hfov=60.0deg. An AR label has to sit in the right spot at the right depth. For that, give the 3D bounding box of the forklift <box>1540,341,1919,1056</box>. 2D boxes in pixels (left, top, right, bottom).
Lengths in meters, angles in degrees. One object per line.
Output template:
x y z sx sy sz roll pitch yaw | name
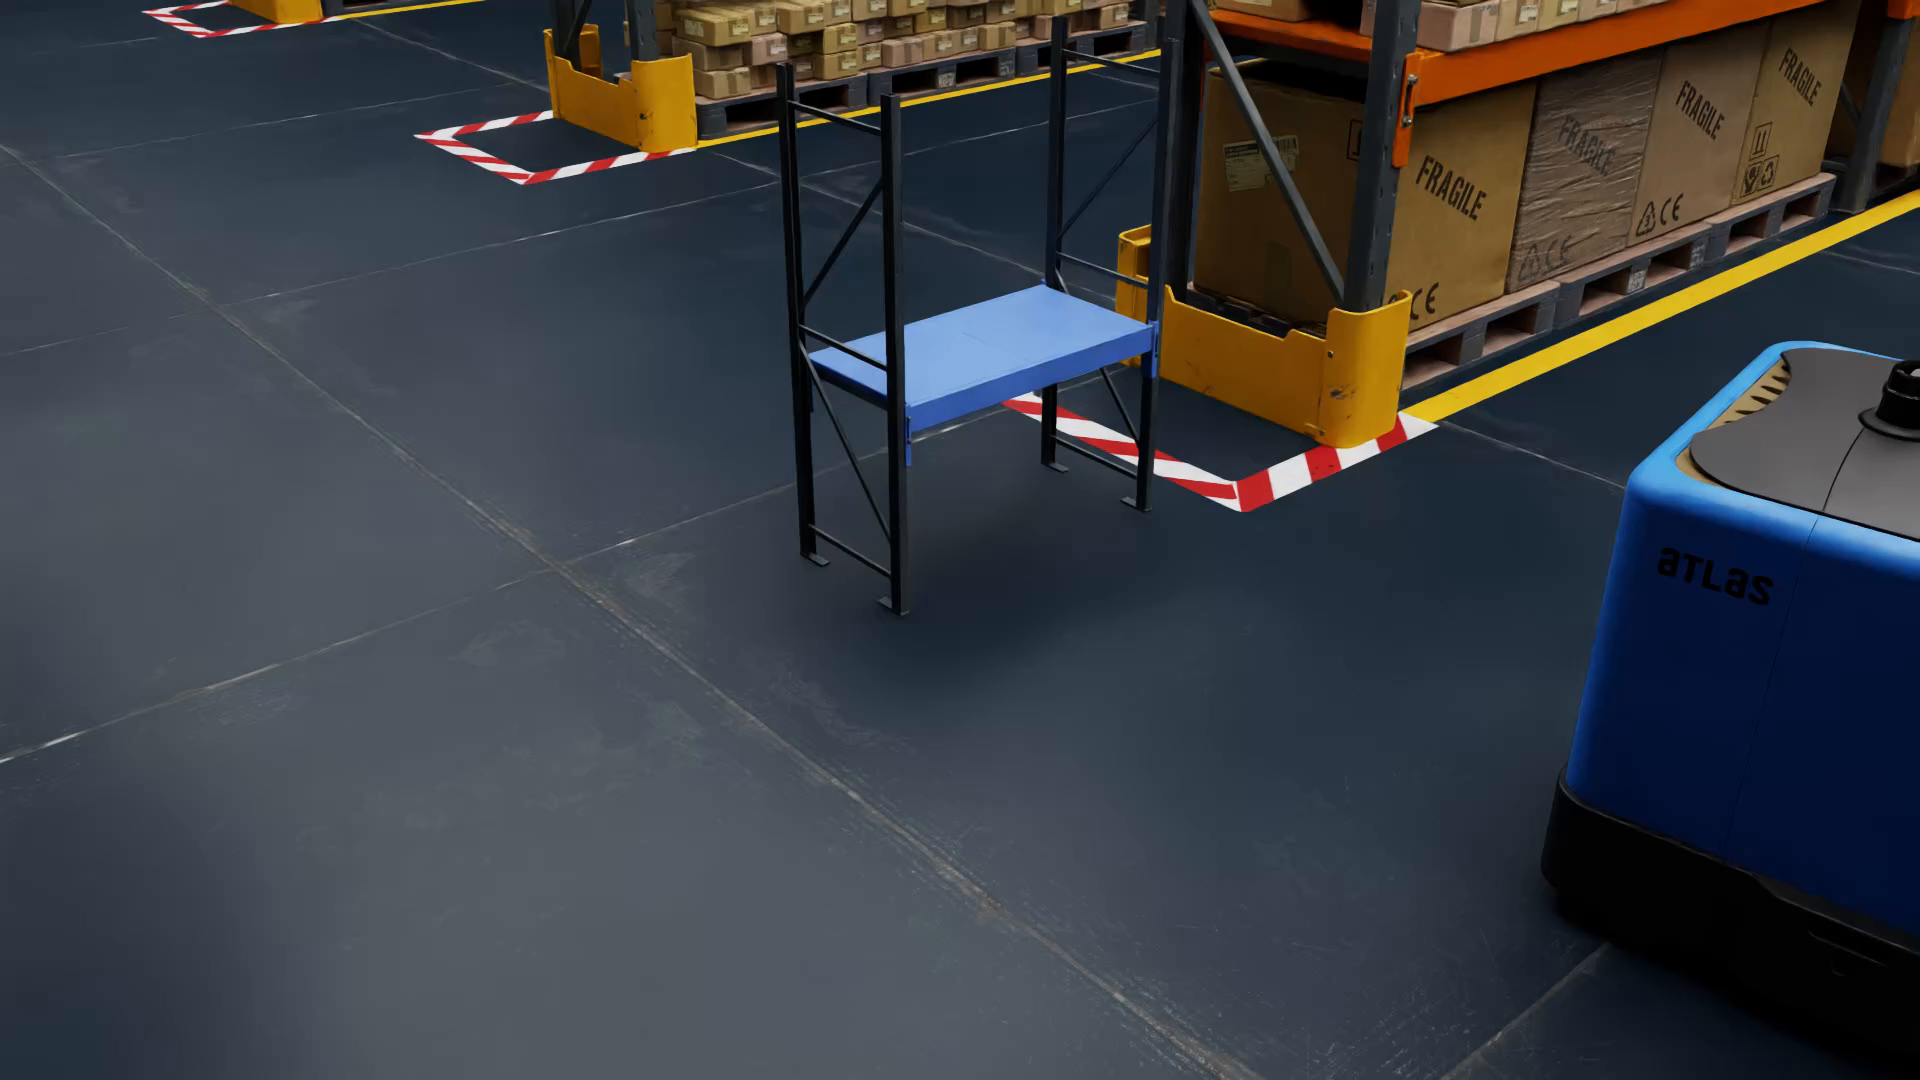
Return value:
2.753 -0.210 2.534 3.031 2.935 1.130 21 35 34 | forklift

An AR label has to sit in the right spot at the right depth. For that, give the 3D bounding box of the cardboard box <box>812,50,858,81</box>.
-0.829 -2.910 10.091 0.250 0.149 0.380 -21 35 -34 | cardboard box

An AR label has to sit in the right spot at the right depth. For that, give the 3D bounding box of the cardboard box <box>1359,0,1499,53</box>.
1.595 -1.780 5.664 0.250 0.149 0.380 -21 35 -34 | cardboard box

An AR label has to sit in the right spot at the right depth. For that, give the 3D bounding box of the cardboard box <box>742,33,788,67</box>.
-1.222 -2.900 9.758 0.250 0.149 0.380 -22 35 -35 | cardboard box

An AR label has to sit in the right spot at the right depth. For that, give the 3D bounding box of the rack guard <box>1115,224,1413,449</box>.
1.092 -0.790 6.198 0.348 0.500 1.175 -22 35 -35 | rack guard

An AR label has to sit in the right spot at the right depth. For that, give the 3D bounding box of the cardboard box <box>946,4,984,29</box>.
-0.065 -3.405 10.703 0.250 0.149 0.380 -24 36 -37 | cardboard box

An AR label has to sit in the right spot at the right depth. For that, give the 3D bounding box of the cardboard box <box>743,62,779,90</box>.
-1.279 -2.792 9.872 0.250 0.149 0.380 -22 35 -35 | cardboard box

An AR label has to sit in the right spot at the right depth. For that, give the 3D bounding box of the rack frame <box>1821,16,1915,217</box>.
4.154 -3.124 7.913 0.127 3.000 1.000 -22 35 -35 | rack frame

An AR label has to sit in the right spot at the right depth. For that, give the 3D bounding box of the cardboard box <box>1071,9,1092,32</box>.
0.682 -3.569 11.326 0.250 0.149 0.380 -21 34 -34 | cardboard box

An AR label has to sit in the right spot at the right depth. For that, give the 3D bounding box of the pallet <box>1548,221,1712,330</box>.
2.596 -1.314 7.485 1.213 0.211 1.003 -22 35 -35 | pallet

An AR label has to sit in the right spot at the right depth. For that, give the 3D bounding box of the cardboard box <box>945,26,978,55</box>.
-0.095 -3.247 10.722 0.250 0.149 0.380 -21 35 -34 | cardboard box

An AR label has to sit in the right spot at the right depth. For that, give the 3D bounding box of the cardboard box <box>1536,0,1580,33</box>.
1.984 -1.937 5.959 0.250 0.149 0.380 -23 36 -36 | cardboard box

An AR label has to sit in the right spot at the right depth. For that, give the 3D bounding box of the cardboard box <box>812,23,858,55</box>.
-0.827 -3.046 10.032 0.250 0.149 0.380 -21 34 -33 | cardboard box

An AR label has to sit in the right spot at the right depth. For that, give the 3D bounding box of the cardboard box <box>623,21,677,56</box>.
-1.815 -3.032 10.005 0.250 0.149 0.380 -23 36 -36 | cardboard box

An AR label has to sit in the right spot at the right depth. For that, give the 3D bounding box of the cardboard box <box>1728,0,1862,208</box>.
3.600 -2.199 7.990 0.875 0.875 0.875 -22 35 -35 | cardboard box

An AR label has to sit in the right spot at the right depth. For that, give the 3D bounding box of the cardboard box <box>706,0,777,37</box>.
-1.281 -3.066 9.752 0.250 0.149 0.380 -21 35 -34 | cardboard box

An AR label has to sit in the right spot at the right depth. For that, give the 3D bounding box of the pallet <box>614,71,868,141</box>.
-1.333 -2.739 10.151 1.213 0.211 1.003 -22 35 -35 | pallet

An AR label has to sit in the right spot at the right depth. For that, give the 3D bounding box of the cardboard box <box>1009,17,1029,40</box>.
0.244 -3.428 11.062 0.250 0.149 0.380 -23 36 -36 | cardboard box

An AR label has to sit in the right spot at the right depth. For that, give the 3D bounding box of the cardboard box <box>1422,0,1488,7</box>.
1.651 -2.015 5.682 0.500 0.250 0.500 -23 36 -36 | cardboard box

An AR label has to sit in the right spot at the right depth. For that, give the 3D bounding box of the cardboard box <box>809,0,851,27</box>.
-0.871 -3.202 10.008 0.250 0.149 0.380 -24 36 -37 | cardboard box

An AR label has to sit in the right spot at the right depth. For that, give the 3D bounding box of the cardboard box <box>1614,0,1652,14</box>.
2.375 -2.095 6.253 0.250 0.149 0.380 -23 36 -36 | cardboard box

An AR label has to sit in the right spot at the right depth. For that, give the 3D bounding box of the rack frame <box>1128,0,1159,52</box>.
1.011 -4.933 11.298 0.127 3.000 1.000 -22 35 -35 | rack frame

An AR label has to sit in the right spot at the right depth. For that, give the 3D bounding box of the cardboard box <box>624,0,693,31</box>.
-1.793 -3.153 9.915 0.250 0.149 0.380 -21 35 -34 | cardboard box

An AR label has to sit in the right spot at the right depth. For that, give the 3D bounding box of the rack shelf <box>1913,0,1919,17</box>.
5.675 -3.418 9.227 4.000 0.370 1.077 -22 35 -35 | rack shelf

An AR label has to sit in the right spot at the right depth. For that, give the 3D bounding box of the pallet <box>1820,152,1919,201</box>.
4.692 -2.157 9.062 1.213 0.211 1.003 -22 35 -35 | pallet

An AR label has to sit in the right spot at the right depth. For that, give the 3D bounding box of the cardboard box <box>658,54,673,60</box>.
-1.767 -2.873 10.023 0.250 0.149 0.380 -21 35 -34 | cardboard box

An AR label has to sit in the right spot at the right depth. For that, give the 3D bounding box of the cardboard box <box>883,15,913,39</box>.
-0.508 -3.260 10.430 0.250 0.149 0.380 -20 34 -32 | cardboard box

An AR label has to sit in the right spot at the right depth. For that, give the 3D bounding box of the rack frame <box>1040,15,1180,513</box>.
0.452 -0.843 5.236 0.032 1.500 0.500 -22 35 -35 | rack frame

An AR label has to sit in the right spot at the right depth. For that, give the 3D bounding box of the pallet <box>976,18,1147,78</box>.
0.523 -3.485 11.548 1.213 0.211 1.003 -22 35 -35 | pallet

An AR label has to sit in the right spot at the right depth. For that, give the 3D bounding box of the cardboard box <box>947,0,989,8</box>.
-0.035 -3.496 10.557 0.250 0.149 0.380 -23 36 -37 | cardboard box

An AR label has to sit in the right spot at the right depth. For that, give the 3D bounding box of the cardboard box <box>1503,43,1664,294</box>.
2.238 -1.651 6.966 0.875 0.875 0.875 -22 35 -35 | cardboard box

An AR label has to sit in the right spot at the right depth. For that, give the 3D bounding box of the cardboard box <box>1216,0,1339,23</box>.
1.168 -2.016 6.107 0.250 0.149 0.380 -21 35 -34 | cardboard box

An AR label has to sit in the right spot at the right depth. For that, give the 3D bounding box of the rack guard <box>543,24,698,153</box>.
-1.974 -2.630 9.641 0.348 0.500 1.175 -22 35 -35 | rack guard

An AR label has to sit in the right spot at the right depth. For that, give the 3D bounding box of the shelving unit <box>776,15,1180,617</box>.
0.065 -0.688 4.945 1.048 1.500 0.538 -22 35 -35 | shelving unit

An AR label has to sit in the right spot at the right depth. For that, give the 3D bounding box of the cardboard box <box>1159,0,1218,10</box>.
1.746 -4.147 12.034 0.500 0.500 0.500 -20 34 -33 | cardboard box

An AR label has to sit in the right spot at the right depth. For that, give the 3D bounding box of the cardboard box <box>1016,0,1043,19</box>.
0.333 -3.565 11.002 0.250 0.149 0.380 -22 35 -34 | cardboard box

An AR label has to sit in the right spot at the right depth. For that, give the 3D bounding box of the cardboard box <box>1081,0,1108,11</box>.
0.780 -3.695 11.244 0.250 0.149 0.380 -24 36 -37 | cardboard box

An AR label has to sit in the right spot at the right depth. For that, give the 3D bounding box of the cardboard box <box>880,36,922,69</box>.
-0.451 -3.067 10.385 0.250 0.149 0.380 -24 36 -37 | cardboard box

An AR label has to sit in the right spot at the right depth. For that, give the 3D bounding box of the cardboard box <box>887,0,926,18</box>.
-0.424 -3.348 10.280 0.250 0.149 0.380 -21 35 -34 | cardboard box
